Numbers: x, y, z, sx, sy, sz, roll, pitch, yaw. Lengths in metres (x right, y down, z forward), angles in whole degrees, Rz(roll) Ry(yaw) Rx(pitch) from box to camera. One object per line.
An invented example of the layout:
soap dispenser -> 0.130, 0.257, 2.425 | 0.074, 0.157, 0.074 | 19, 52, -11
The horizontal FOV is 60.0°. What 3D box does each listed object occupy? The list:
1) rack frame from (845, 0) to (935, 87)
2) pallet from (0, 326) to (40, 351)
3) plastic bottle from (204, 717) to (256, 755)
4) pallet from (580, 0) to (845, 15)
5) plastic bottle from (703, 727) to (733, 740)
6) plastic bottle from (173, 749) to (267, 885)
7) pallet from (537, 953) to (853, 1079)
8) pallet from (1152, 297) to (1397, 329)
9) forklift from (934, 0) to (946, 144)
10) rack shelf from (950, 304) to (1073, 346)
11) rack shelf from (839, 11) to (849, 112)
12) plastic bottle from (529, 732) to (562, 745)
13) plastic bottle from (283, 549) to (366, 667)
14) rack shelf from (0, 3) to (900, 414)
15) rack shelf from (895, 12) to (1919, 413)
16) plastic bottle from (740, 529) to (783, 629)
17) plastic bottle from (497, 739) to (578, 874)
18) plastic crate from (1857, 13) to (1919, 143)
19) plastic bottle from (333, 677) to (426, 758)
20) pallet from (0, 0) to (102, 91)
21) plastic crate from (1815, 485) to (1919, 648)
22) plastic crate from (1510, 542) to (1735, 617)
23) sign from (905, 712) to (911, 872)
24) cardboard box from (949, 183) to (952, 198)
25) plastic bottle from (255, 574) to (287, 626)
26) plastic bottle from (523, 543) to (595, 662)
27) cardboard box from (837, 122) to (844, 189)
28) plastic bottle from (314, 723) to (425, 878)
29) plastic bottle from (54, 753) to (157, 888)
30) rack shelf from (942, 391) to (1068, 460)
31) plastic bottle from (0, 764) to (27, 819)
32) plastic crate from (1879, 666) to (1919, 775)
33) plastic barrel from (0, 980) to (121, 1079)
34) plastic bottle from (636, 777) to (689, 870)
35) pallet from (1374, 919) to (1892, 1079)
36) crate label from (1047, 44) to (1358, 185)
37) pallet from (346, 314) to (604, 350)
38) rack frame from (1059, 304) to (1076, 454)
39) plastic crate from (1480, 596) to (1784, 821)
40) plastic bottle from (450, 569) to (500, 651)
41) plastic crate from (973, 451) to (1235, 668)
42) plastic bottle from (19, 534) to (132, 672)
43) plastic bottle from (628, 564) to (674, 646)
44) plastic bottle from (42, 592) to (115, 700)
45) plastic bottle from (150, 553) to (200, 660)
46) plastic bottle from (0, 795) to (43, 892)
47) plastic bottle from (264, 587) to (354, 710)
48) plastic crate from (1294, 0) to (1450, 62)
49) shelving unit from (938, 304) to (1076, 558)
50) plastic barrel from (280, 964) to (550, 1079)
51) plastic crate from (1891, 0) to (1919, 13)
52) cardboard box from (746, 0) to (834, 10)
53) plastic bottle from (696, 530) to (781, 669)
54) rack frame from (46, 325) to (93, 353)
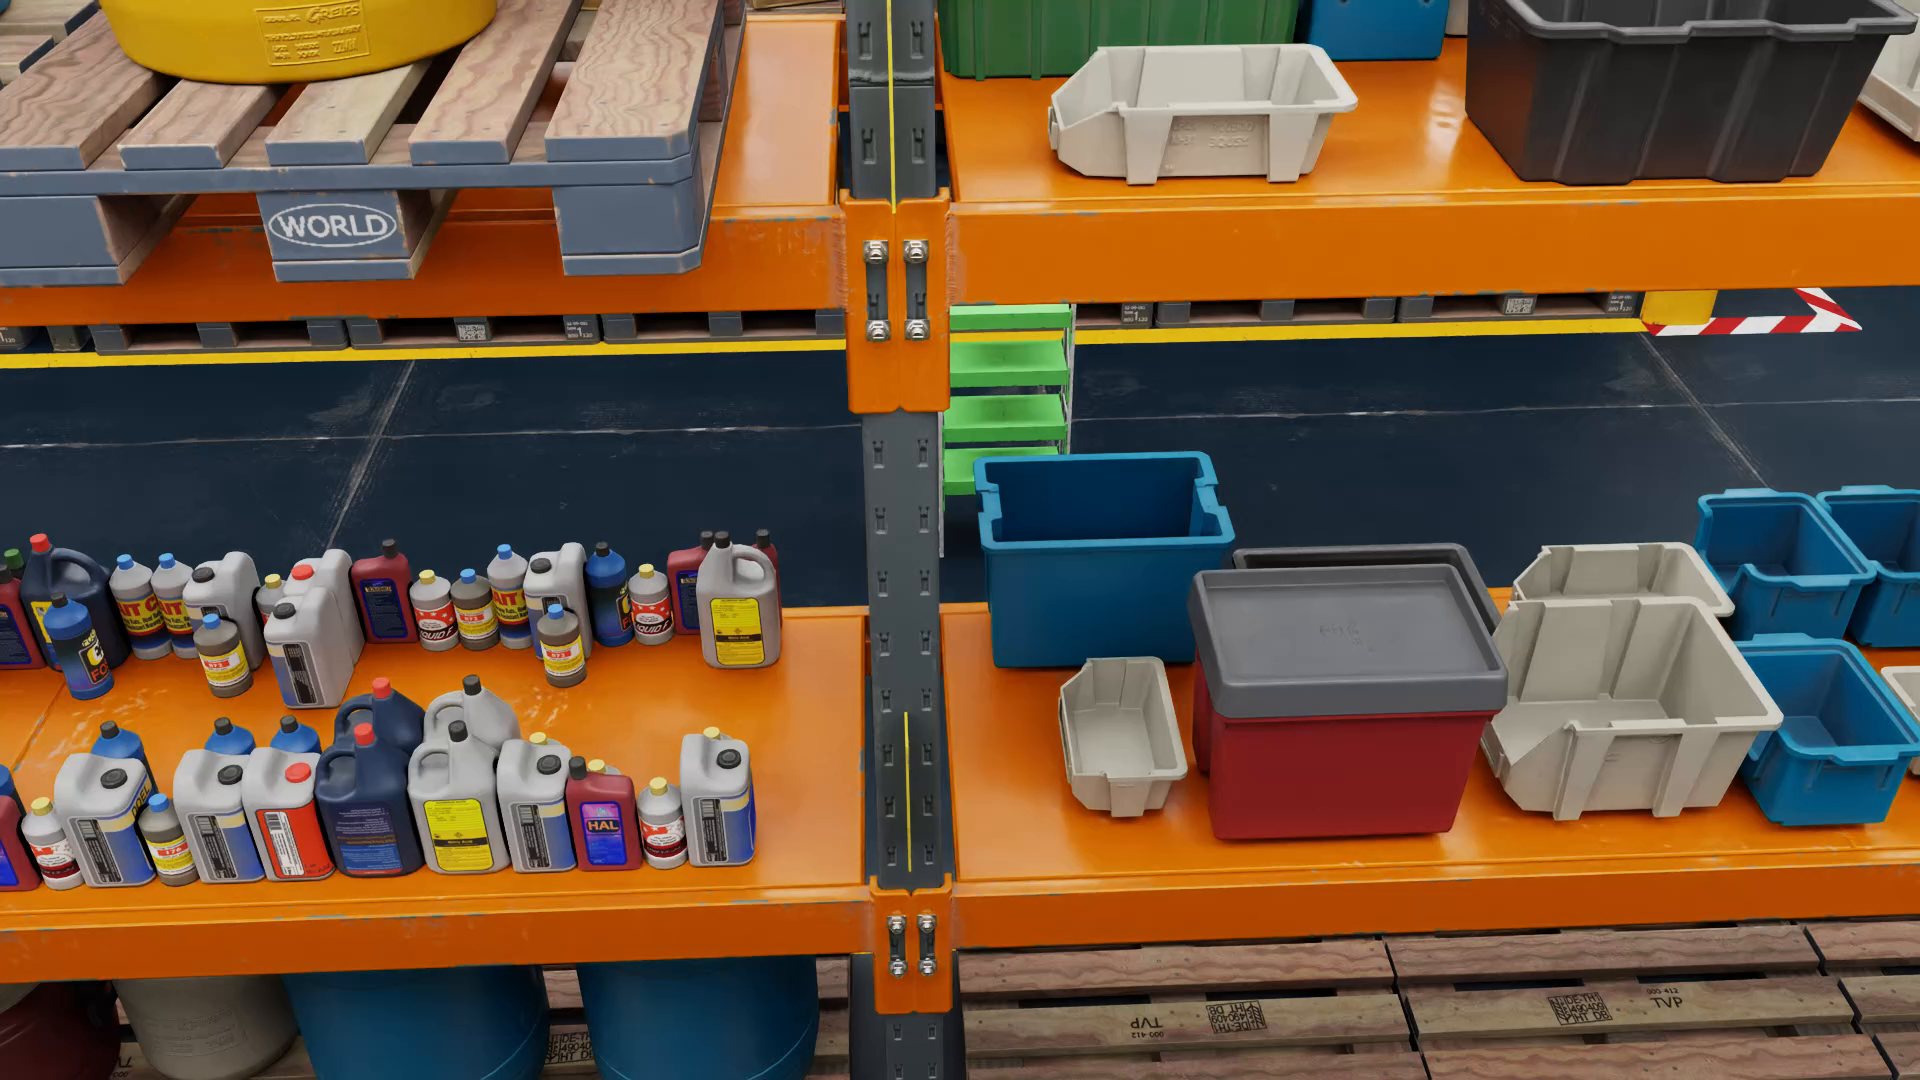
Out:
rack frame -> -0.124, -2.183, 1.996 | 0.127, 3.000, 1.000 | -2, 35, -2
pallet -> -5.174, -1.277, 8.410 | 1.213, 0.211, 1.003 | -2, 35, -2
plastic bottle -> -1.530, 0.488, 3.522 | 0.097, 0.271, 0.097 | 0, 35, 0
pallet -> -1.158, -2.493, 7.885 | 1.213, 0.211, 1.003 | -2, 35, -2
plastic bottle -> -0.526, 0.490, 3.581 | 0.097, 0.201, 0.097 | 0, 35, 0
plastic bottle -> -1.505, 0.557, 3.419 | 0.135, 0.276, 0.152 | -2, 35, -2
pallet -> -0.896, 1.428, 4.501 | 1.213, 0.211, 1.003 | -2, 35, -2
pallet -> 1.553, -1.437, 8.642 | 1.213, 0.211, 1.003 | -2, 35, -2
forklift -> -0.438, -4.196, 10.238 | 1.130, 2.935, 3.031 | -29, 44, -35
rack shelf -> 0.165, -0.840, 6.178 | 0.480, 0.148, 0.258 | -2, 35, -2
rack shelf -> -2.352, -2.182, 7.899 | 4.000, 0.370, 1.077 | -2, 35, -2
plastic bottle -> -0.891, 0.500, 3.567 | 0.097, 0.201, 0.097 | 0, 35, 0
plastic bottle -> -1.529, 0.156, 3.998 | 0.135, 0.276, 0.152 | -2, 35, -2
rack shelf -> -2.121, -0.600, 2.977 | 4.000, 0.370, 1.077 | -2, 35, -2
rack shelf -> 1.874, -0.707, 3.133 | 4.000, 0.370, 1.077 | -2, 35, -2
plastic bottle -> -0.510, 0.099, 4.073 | 0.133, 0.283, 0.061 | -2, 35, -2
plastic bottle -> -0.867, 0.539, 3.444 | 0.135, 0.276, 0.152 | -2, 35, -2
plastic crate -> 1.820, -0.752, 2.797 | 0.530, 0.136, 0.437 | -2, 35, -2
plastic bottle -> -1.218, 0.438, 3.524 | 0.185, 0.351, 0.144 | -2, 35, -2
pallet -> -2.035, -0.763, 2.746 | 1.213, 0.211, 1.003 | -2, 35, -2
plastic crate -> 2.295, 0.075, 4.099 | 0.300, 0.233, 0.416 | -2, 35, -2
plastic crate -> 1.602, 0.150, 4.076 | 0.466, 0.136, 0.293 | -2, 35, -2
sign -> -0.099, 0.483, 3.173 | 0.005, 0.325, 0.100 | -2, 35, -2
cardboard box -> 0.201, -1.861, 8.614 | 0.500, 0.500, 0.500 | -2, 35, -2
plastic bottle -> -1.646, 0.174, 4.037 | 0.097, 0.201, 0.097 | 0, 35, 0
plastic bottle -> -0.969, 0.141, 4.020 | 0.135, 0.276, 0.152 | -2, 35, -2
cardboard box -> -0.849, -1.810, 8.540 | 0.500, 0.500, 0.500 | -3, 35, -4
plastic bottle -> -1.211, 0.520, 3.406 | 0.185, 0.351, 0.144 | -2, 35, -2
plastic bottle -> -1.737, 0.563, 3.410 | 0.135, 0.276, 0.152 | -2, 35, -2
rack shelf -> 0.165, -0.445, 6.451 | 0.480, 0.148, 0.258 | -2, 35, -2
plastic bottle -> -1.987, 0.552, 3.429 | 0.097, 0.271, 0.097 | 0, 35, 0
plastic crate -> 2.204, 0.425, 3.680 | 0.250, 0.136, 0.298 | -2, 35, -2
plastic barrel -> -2.503, 1.157, 4.192 | 0.708, 0.588, 0.600 | -2, 35, -2
plastic bottle -> -0.616, 0.579, 3.452 | 0.097, 0.201, 0.097 | 0, 35, 0
pallet -> 1.831, 1.354, 4.608 | 1.213, 0.211, 1.003 | -2, 35, -2
crate label -> 0.379, -0.690, 2.707 | 0.466, 0.136, 0.293 | -2, 35, -2
pallet -> -2.387, -1.307, 8.453 | 1.213, 0.211, 1.003 | -2, 35, -2
rack frame -> 0.409, -0.504, 6.424 | 0.015, 1.200, 0.240 | -2, 35, -2
plastic crate -> 1.410, 0.372, 3.628 | 0.530, 0.282, 0.437 | -2, 35, -2
plastic bottle -> -1.184, 0.162, 4.055 | 0.097, 0.201, 0.097 | 0, 35, 0
plastic crate -> 0.327, 0.060, 3.989 | 0.575, 0.384, 0.392 | -2, 35, -2
plastic bottle -> -2.115, 0.139, 3.957 | 0.185, 0.351, 0.144 | -2, 35, -2
plastic bottle -> -0.758, 0.150, 4.072 | 0.097, 0.201, 0.097 | 0, 35, 0
plastic bottle -> -2.065, 0.239, 3.882 | 0.097, 0.271, 0.097 | 0, 35, 0
plastic bottle -> -1.878, 0.152, 4.008 | 0.097, 0.271, 0.097 | 0, 35, 0
plastic bottle -> -1.966, 0.592, 3.361 | 0.133, 0.283, 0.061 | -2, 35, -2
plastic bottle -> -1.522, 0.242, 3.873 | 0.135, 0.276, 0.152 | -2, 35, -2
plastic crate -> 0.771, -1.086, 3.195 | 0.300, 0.233, 0.416 | -2, 35, -2
shelving unit -> 0.165, -0.498, 6.415 | 0.503, 1.200, 0.258 | -2, 35, -2
plastic barrel -> -1.375, 0.998, 4.146 | 0.708, 0.901, 0.600 | -2, 35, -2
plastic crate -> 1.643, -1.124, 3.207 | 0.530, 0.282, 0.437 | -2, 35, -2
cardboard box -> -0.838, -2.860, 7.790 | 0.500, 0.500, 0.700 | -13, 37, -18
plastic bottle -> -0.531, 0.131, 3.969 | 0.185, 0.351, 0.144 | -2, 35, -2
rack frame -> -4.350, -2.424, 7.617 | 0.127, 3.000, 1.000 | -2, 35, -2
